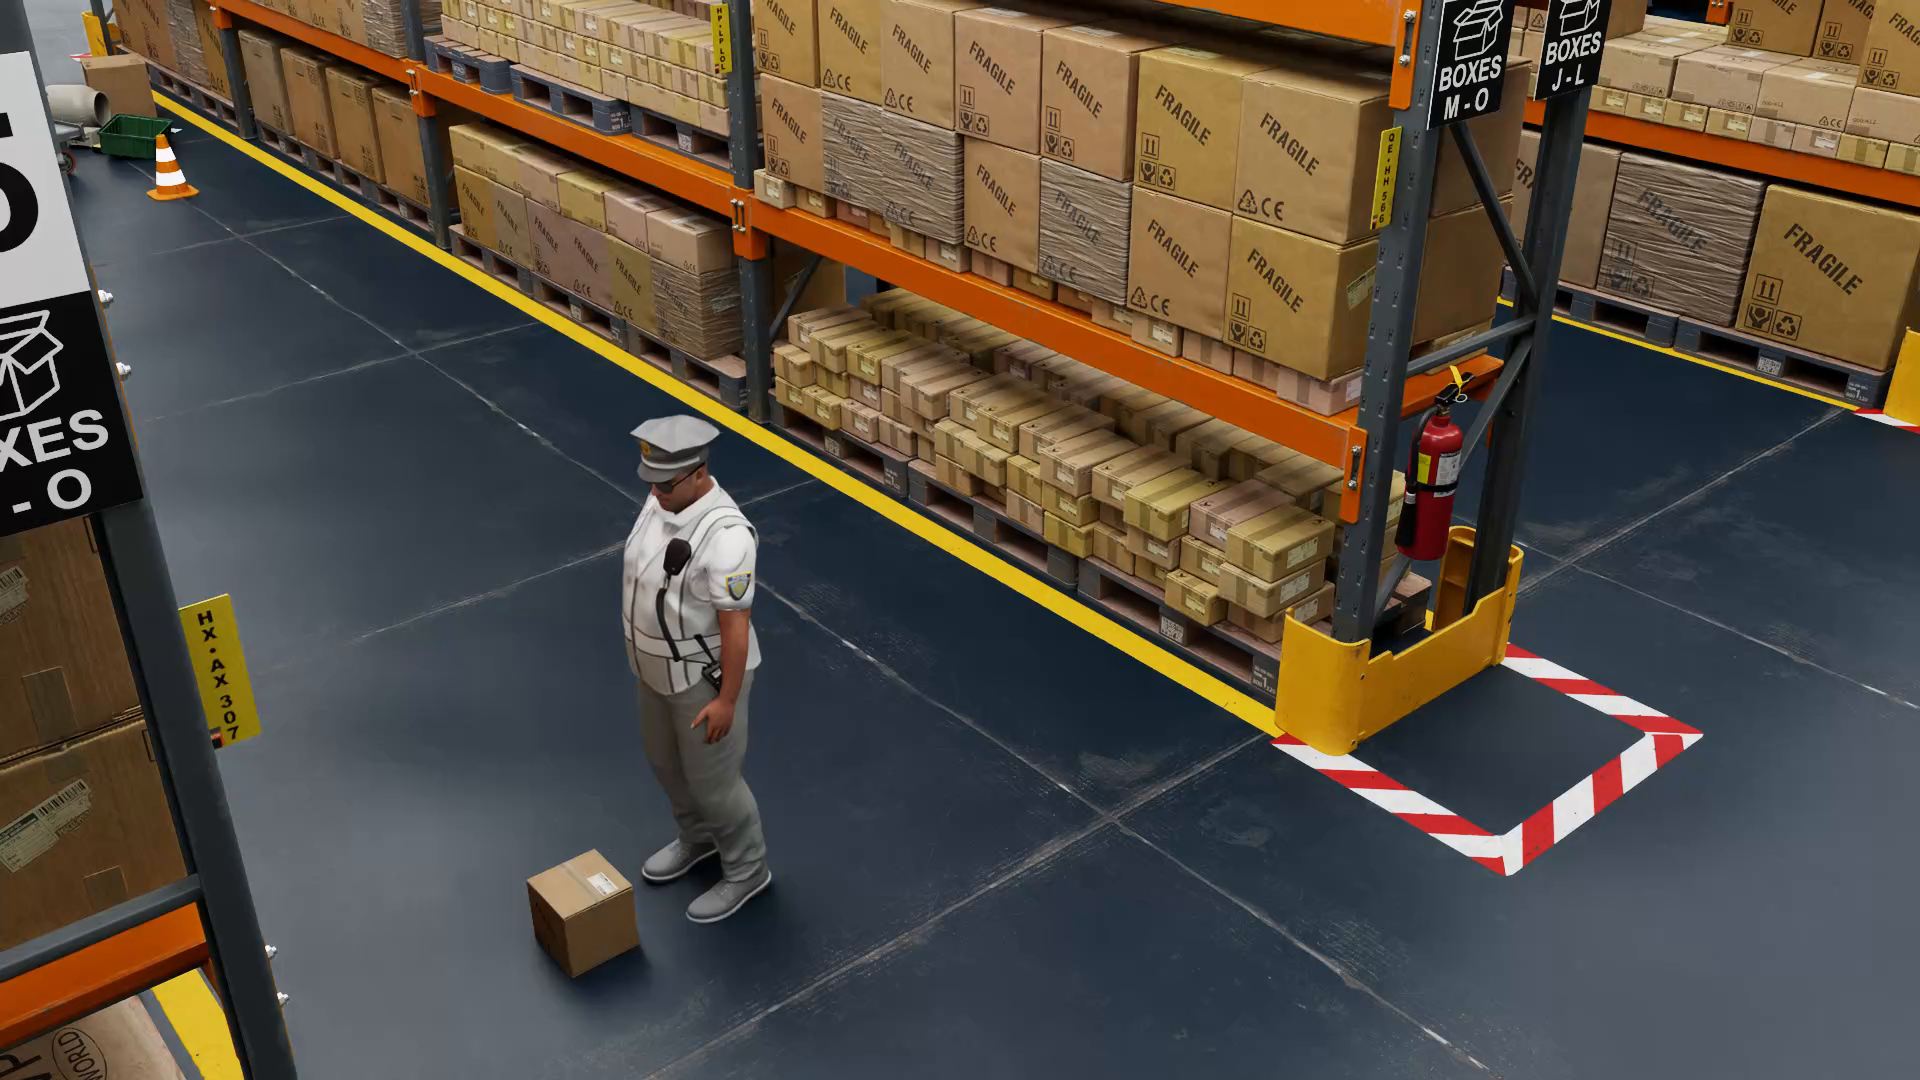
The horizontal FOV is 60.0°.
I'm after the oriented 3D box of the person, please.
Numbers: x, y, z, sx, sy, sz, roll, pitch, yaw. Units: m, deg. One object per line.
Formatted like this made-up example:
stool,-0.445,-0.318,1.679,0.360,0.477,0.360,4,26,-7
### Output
person,-0.853,0.424,5.343,0.392,1.751,0.529,-21,34,-34
